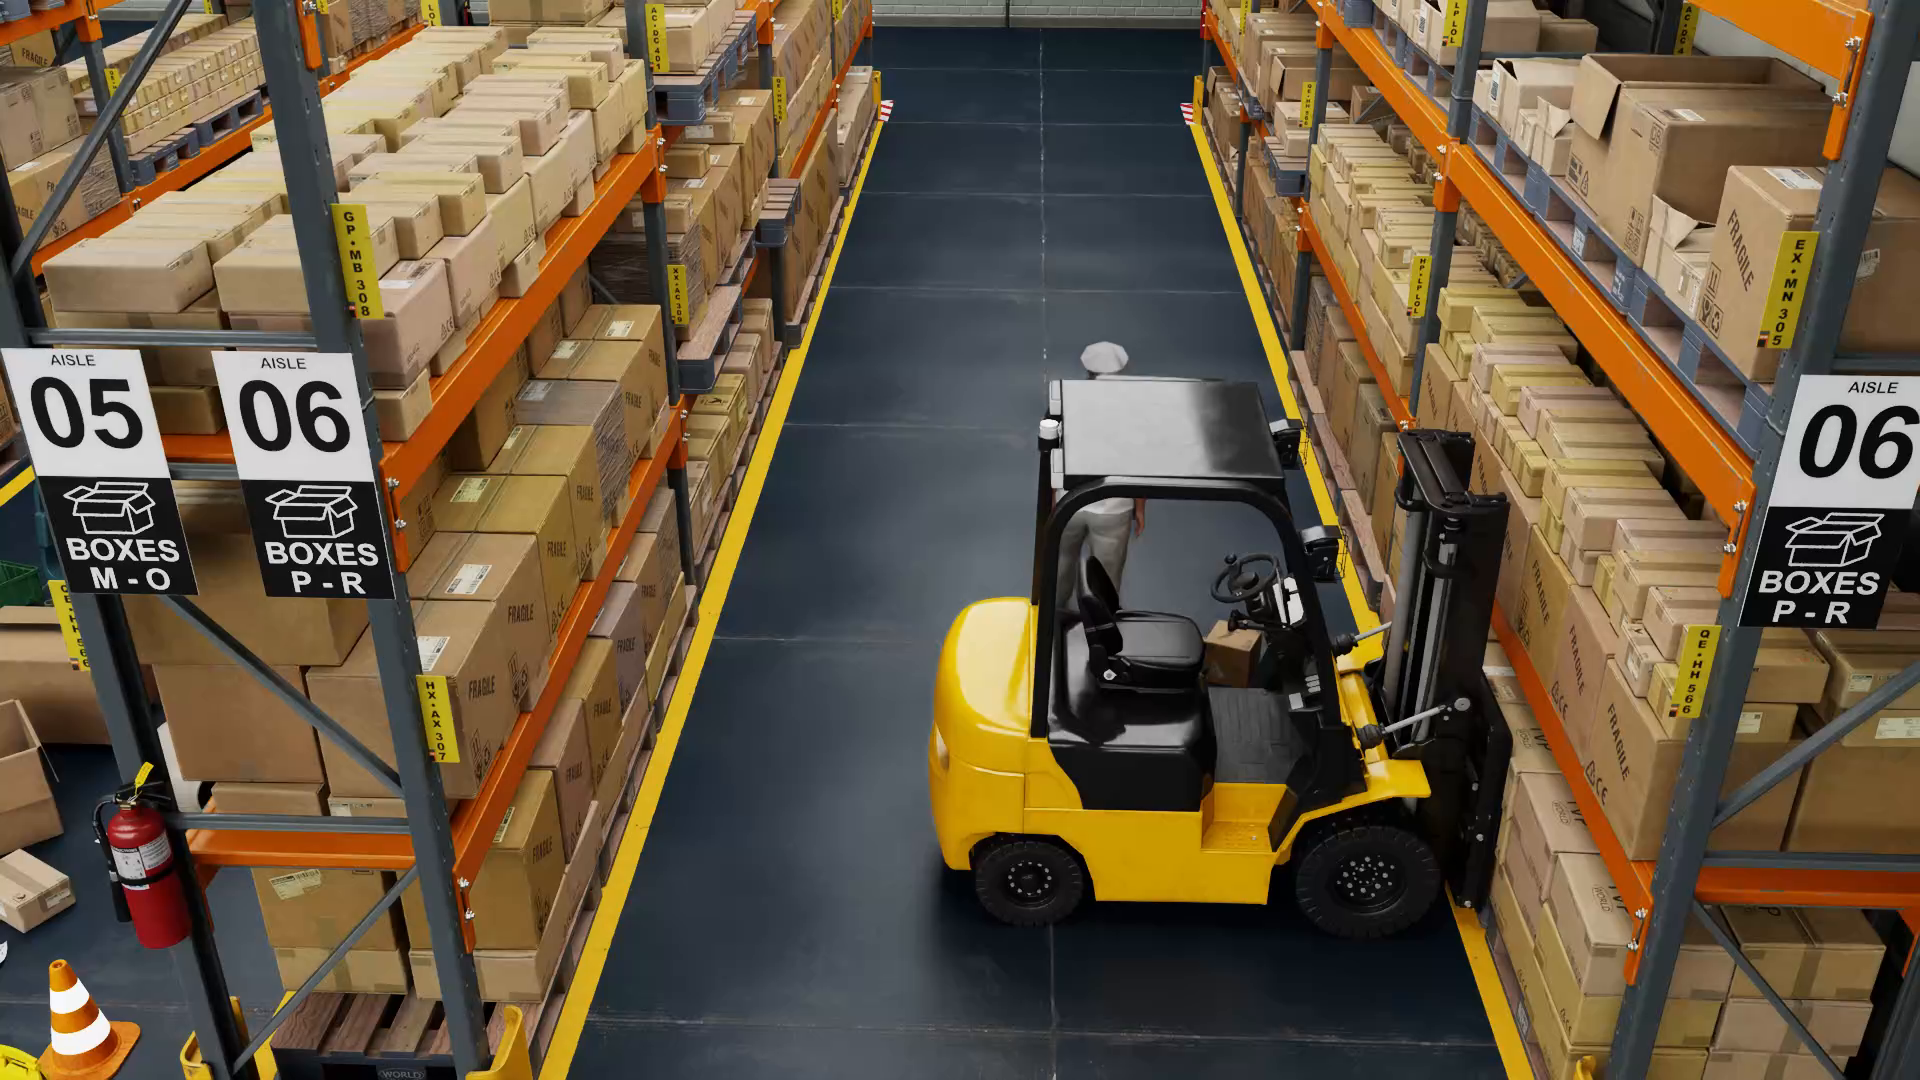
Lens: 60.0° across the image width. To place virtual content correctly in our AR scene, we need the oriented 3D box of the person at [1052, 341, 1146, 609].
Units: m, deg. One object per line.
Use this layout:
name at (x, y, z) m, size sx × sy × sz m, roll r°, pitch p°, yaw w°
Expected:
person at (0.715, -0.244, 9.043) m, size 0.714 × 1.733 × 0.844 m, roll 12°, pitch 30°, yaw 21°
